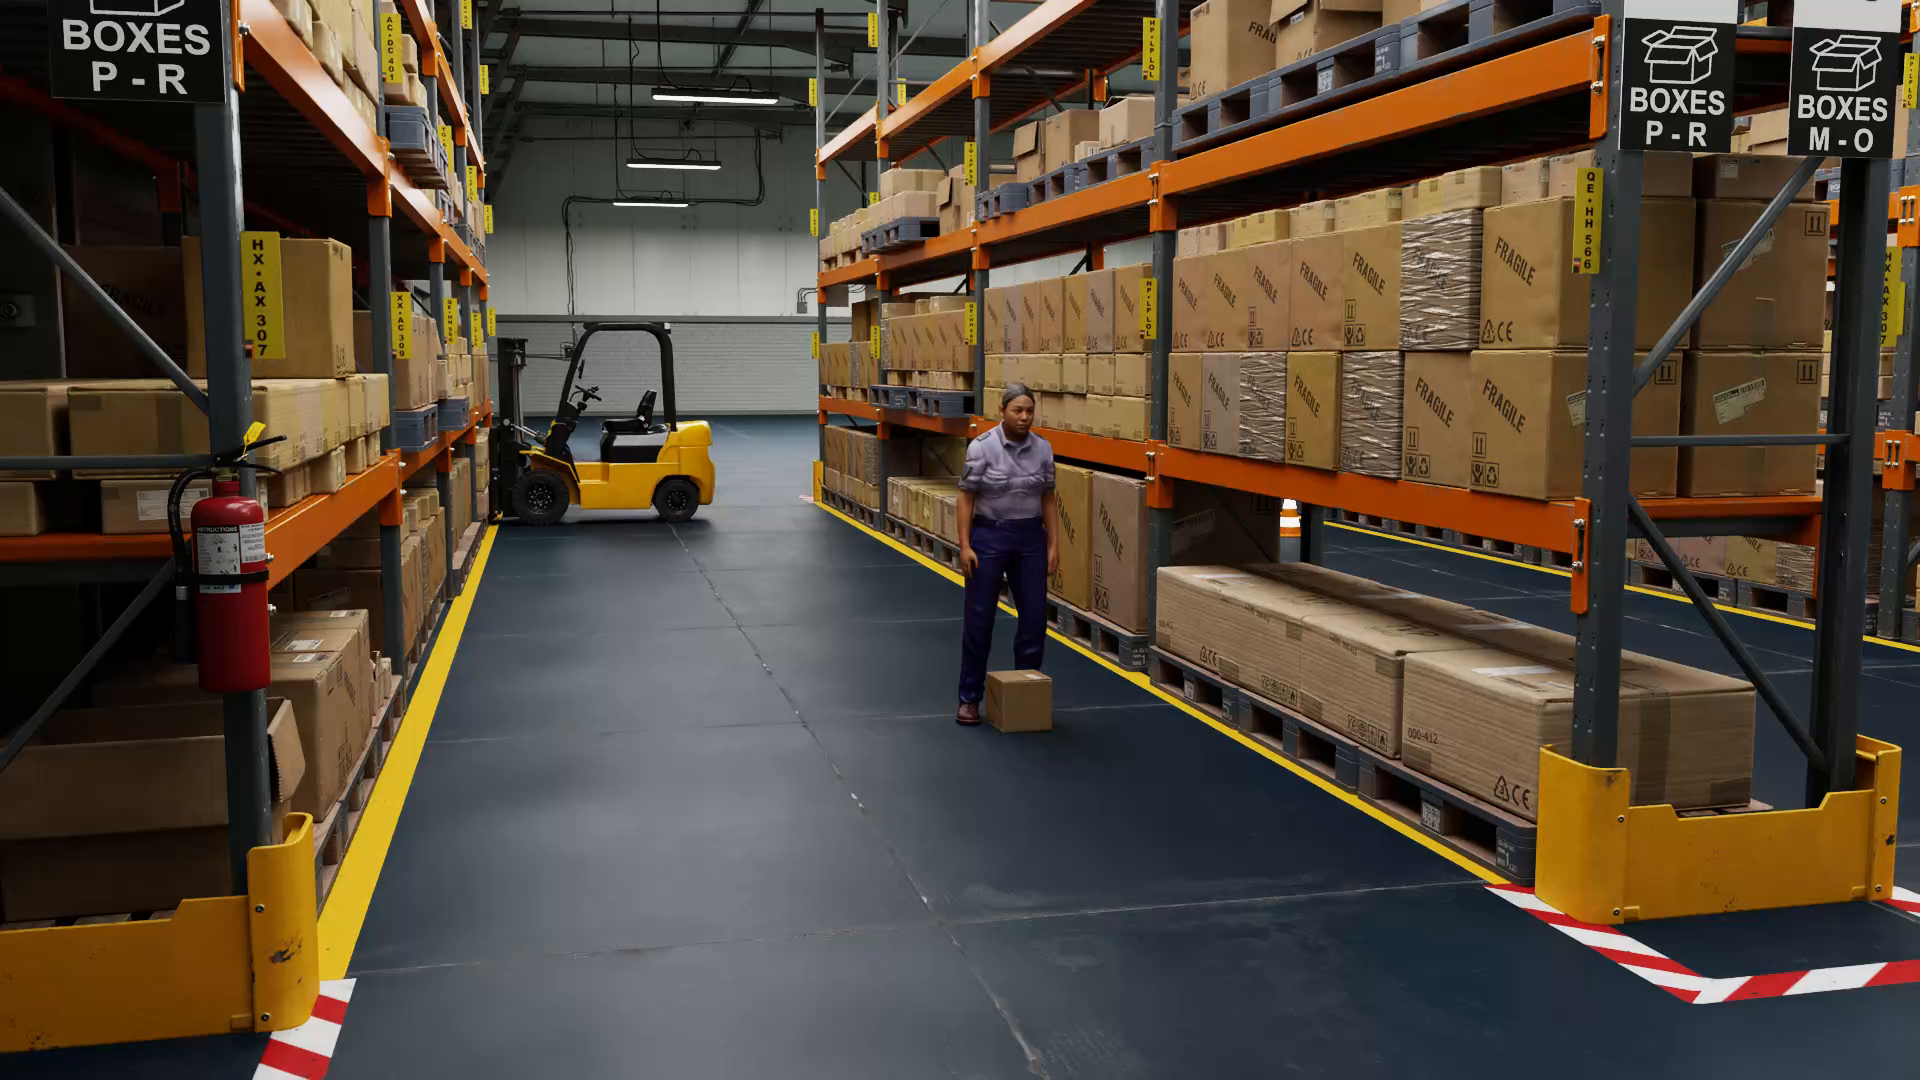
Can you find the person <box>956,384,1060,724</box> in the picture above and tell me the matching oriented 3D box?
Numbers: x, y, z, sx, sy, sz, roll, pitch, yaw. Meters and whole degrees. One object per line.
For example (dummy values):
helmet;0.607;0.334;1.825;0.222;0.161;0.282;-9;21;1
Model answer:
person;0.234;0.060;8.172;0.563;1.651;0.425;-2;7;-17
